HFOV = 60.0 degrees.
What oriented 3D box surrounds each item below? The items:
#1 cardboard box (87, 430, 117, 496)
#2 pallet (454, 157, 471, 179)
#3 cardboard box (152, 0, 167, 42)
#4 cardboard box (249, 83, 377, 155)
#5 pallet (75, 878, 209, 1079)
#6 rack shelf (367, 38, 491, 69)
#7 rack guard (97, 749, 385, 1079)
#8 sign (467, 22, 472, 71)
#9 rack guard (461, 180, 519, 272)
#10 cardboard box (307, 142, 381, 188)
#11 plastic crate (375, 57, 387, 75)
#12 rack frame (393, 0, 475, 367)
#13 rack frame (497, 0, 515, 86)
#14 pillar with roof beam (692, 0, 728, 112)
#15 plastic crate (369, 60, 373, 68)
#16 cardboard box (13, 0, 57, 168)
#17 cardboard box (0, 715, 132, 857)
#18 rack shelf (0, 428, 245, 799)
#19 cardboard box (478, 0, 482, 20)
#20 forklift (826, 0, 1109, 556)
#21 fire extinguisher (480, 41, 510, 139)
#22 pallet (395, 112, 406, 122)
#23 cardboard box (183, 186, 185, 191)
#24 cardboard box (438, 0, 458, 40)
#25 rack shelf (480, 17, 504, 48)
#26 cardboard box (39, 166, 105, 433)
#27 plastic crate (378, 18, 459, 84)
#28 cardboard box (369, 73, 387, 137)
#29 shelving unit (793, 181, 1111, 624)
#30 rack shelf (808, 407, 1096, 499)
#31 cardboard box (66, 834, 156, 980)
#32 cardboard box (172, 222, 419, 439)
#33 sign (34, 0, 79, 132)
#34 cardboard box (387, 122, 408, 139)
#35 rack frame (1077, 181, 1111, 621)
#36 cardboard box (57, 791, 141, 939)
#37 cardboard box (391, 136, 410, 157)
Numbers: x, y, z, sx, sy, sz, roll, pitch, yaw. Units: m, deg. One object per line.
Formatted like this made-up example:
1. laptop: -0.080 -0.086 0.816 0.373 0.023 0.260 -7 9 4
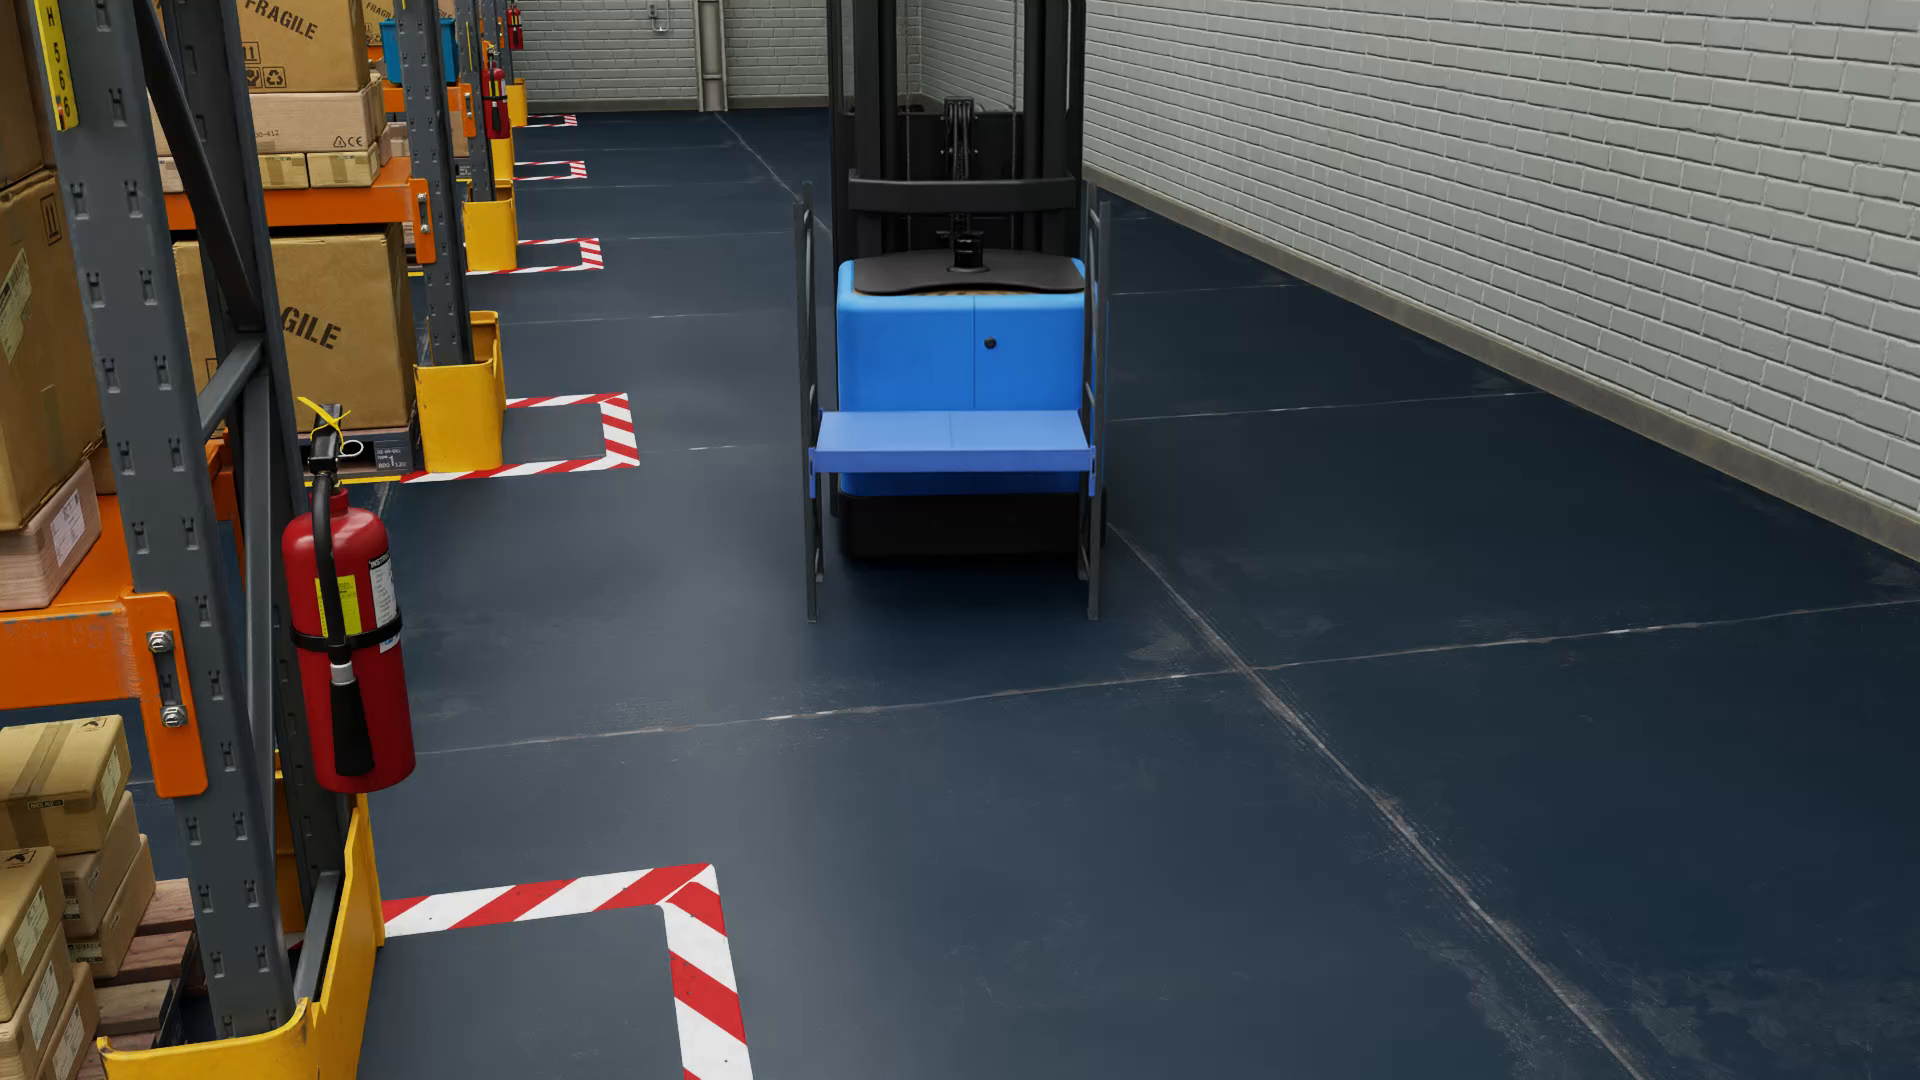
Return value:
1. cardboard box: -1.797 -0.214 3.403 0.250 0.149 0.380 -5 21 -13
2. pallet: -5.574 -3.853 17.028 1.213 0.211 1.003 -5 21 -12
3. cardboard box: -3.465 -2.350 7.565 0.500 0.500 0.500 -5 21 -14
4. cardboard box: -2.859 -1.858 7.312 0.500 0.250 0.500 -5 21 -13
5. pallet: -2.279 1.120 3.450 1.213 0.211 1.003 -5 21 -12
6. rack shelf: -6.671 -4.736 16.429 4.000 0.370 1.077 -5 21 -12
7. rack guard: -1.480 0.932 3.544 0.348 0.500 1.175 -5 21 -12
8. sign: -3.446 -3.468 11.683 0.005 0.325 0.100 -5 21 -12
9. rack guard: -3.568 -2.407 12.658 0.348 0.500 1.175 -5 21 -12
10. cardboard box: -2.720 -1.660 7.350 0.250 0.149 0.380 -4 21 -11
11. plastic crate: -4.236 -3.571 12.499 0.298 0.136 0.250 -5 21 -12
12. rack frame: -2.449 -1.916 7.685 0.127 3.000 1.000 -5 21 -12
13. rack frame: -5.868 -6.890 21.263 0.127 3.000 1.000 -5 21 -12
14. pillar with roof beam: -2.449 -8.769 17.672 0.400 9.000 9.100 -5 21 -12
15. plastic crate: -4.341 -3.353 11.904 0.243 0.136 0.396 -5 21 -12
16. cardboard box: -1.904 -0.957 3.036 0.500 0.500 0.500 -5 21 -13
17. cardboard box: -1.994 0.542 3.643 0.250 0.149 0.380 -6 21 -15
18. rack shelf: -3.352 0.248 2.822 4.000 0.370 1.077 -5 21 -12
19. cardboard box: -6.362 -6.987 21.093 0.700 0.700 0.980 -4 20 -10
20. forklift: -0.031 -1.774 7.395 1.130 2.935 3.031 -1 20 -3
21. fire extinguisher: -3.337 -3.222 11.905 0.183 0.674 0.296 -5 21 -12
22. pallet: -6.628 -5.491 21.499 1.213 0.211 1.003 -5 21 -12
23. cardboard box: -3.218 -1.619 7.239 0.250 0.149 0.380 -5 21 -12
24. cardboard box: -5.098 -5.153 16.375 0.500 0.500 0.500 -4 20 -11
25. rack shelf: -7.815 -6.394 20.955 4.000 0.370 1.077 -5 21 -12
26. cardboard box: -1.906 -0.491 3.218 0.500 0.500 0.500 -4 20 -10
27. plastic crate: -3.872 -3.530 11.951 0.499 0.435 0.616 -5 21 -12
28. cardboard box: -2.978 -2.038 7.802 0.500 0.250 0.500 -5 21 -14
29. shelving unit: -0.031 -0.493 5.979 1.048 1.500 0.538 0 20 -1
30. rack shelf: -0.031 -0.324 6.041 1.000 0.185 0.538 0 20 -1
31. cardboard box: -1.989 0.828 3.728 0.250 0.149 0.380 -4 21 -11
32. cardboard box: -3.053 -1.038 7.766 0.875 0.875 0.875 -5 21 -12
33. sign: -1.298 -0.753 2.365 0.005 0.325 0.100 -5 21 -12
34. cardboard box: -5.806 -4.160 17.169 0.500 0.250 0.500 -5 21 -12
35. rack frame: 0.477 -0.496 5.989 0.032 1.500 0.500 0 20 -1
36. cardboard box: -1.975 0.709 3.619 0.250 0.149 0.380 -4 20 -10
37. cardboard box: -5.612 -3.981 16.802 0.250 0.166 0.380 -5 21 -12
